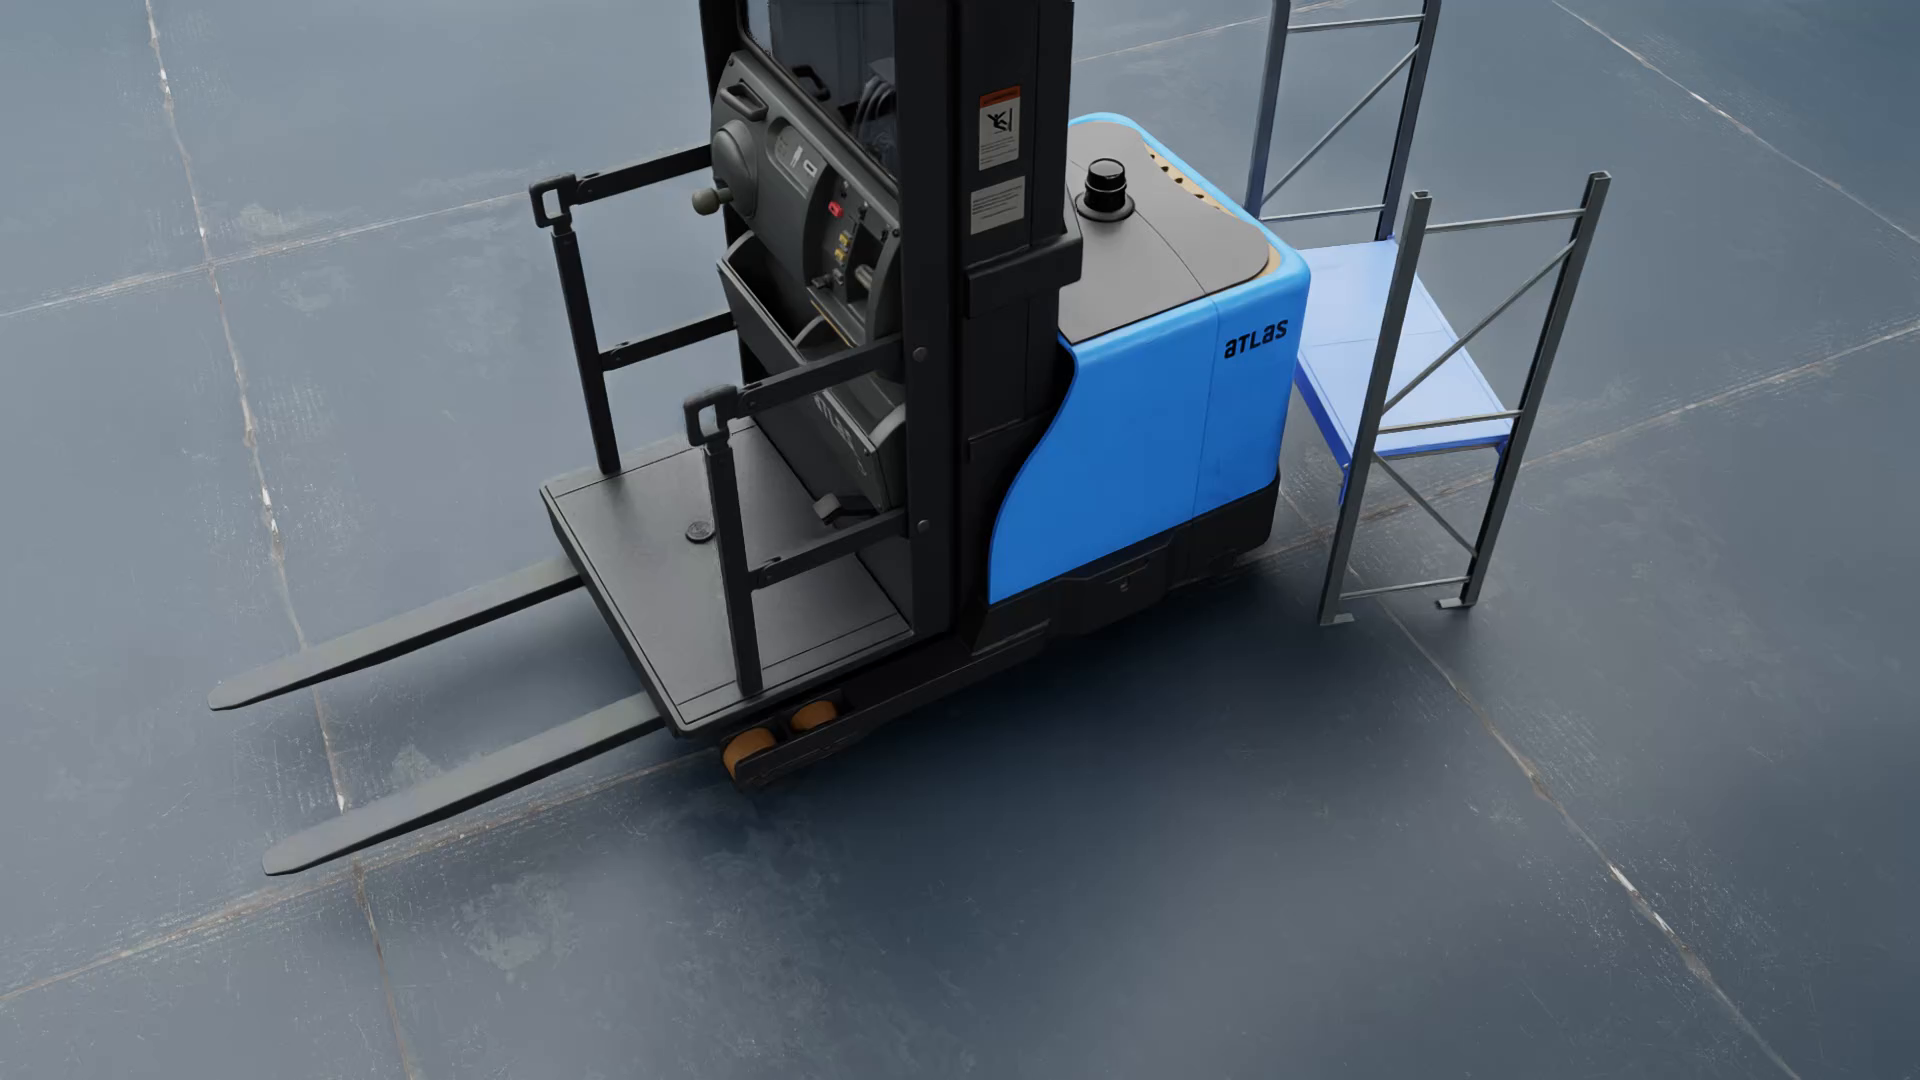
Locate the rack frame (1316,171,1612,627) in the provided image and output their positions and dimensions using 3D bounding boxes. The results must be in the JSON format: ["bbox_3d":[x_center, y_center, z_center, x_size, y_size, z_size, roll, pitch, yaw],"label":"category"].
[{"bbox_3d":[1.320,-0.316,4.502,0.500,1.500,0.032,-8,45,-8],"label":"rack frame"}]

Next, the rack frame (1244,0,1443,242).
[{"bbox_3d":[1.129,-1.017,5.213,0.500,1.500,0.032,-8,45,-8],"label":"rack frame"}]

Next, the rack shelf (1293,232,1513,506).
[{"bbox_3d":[1.224,-0.539,4.984,0.538,0.185,1.000,-8,45,-8],"label":"rack shelf"}]

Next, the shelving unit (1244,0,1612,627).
[{"bbox_3d":[1.224,-0.667,4.858,0.538,1.500,1.048,-8,45,-8],"label":"shelving unit"}]

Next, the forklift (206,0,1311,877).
[{"bbox_3d":[-0.566,-0.792,3.966,3.031,2.935,1.130,-22,49,-21],"label":"forklift"}]
